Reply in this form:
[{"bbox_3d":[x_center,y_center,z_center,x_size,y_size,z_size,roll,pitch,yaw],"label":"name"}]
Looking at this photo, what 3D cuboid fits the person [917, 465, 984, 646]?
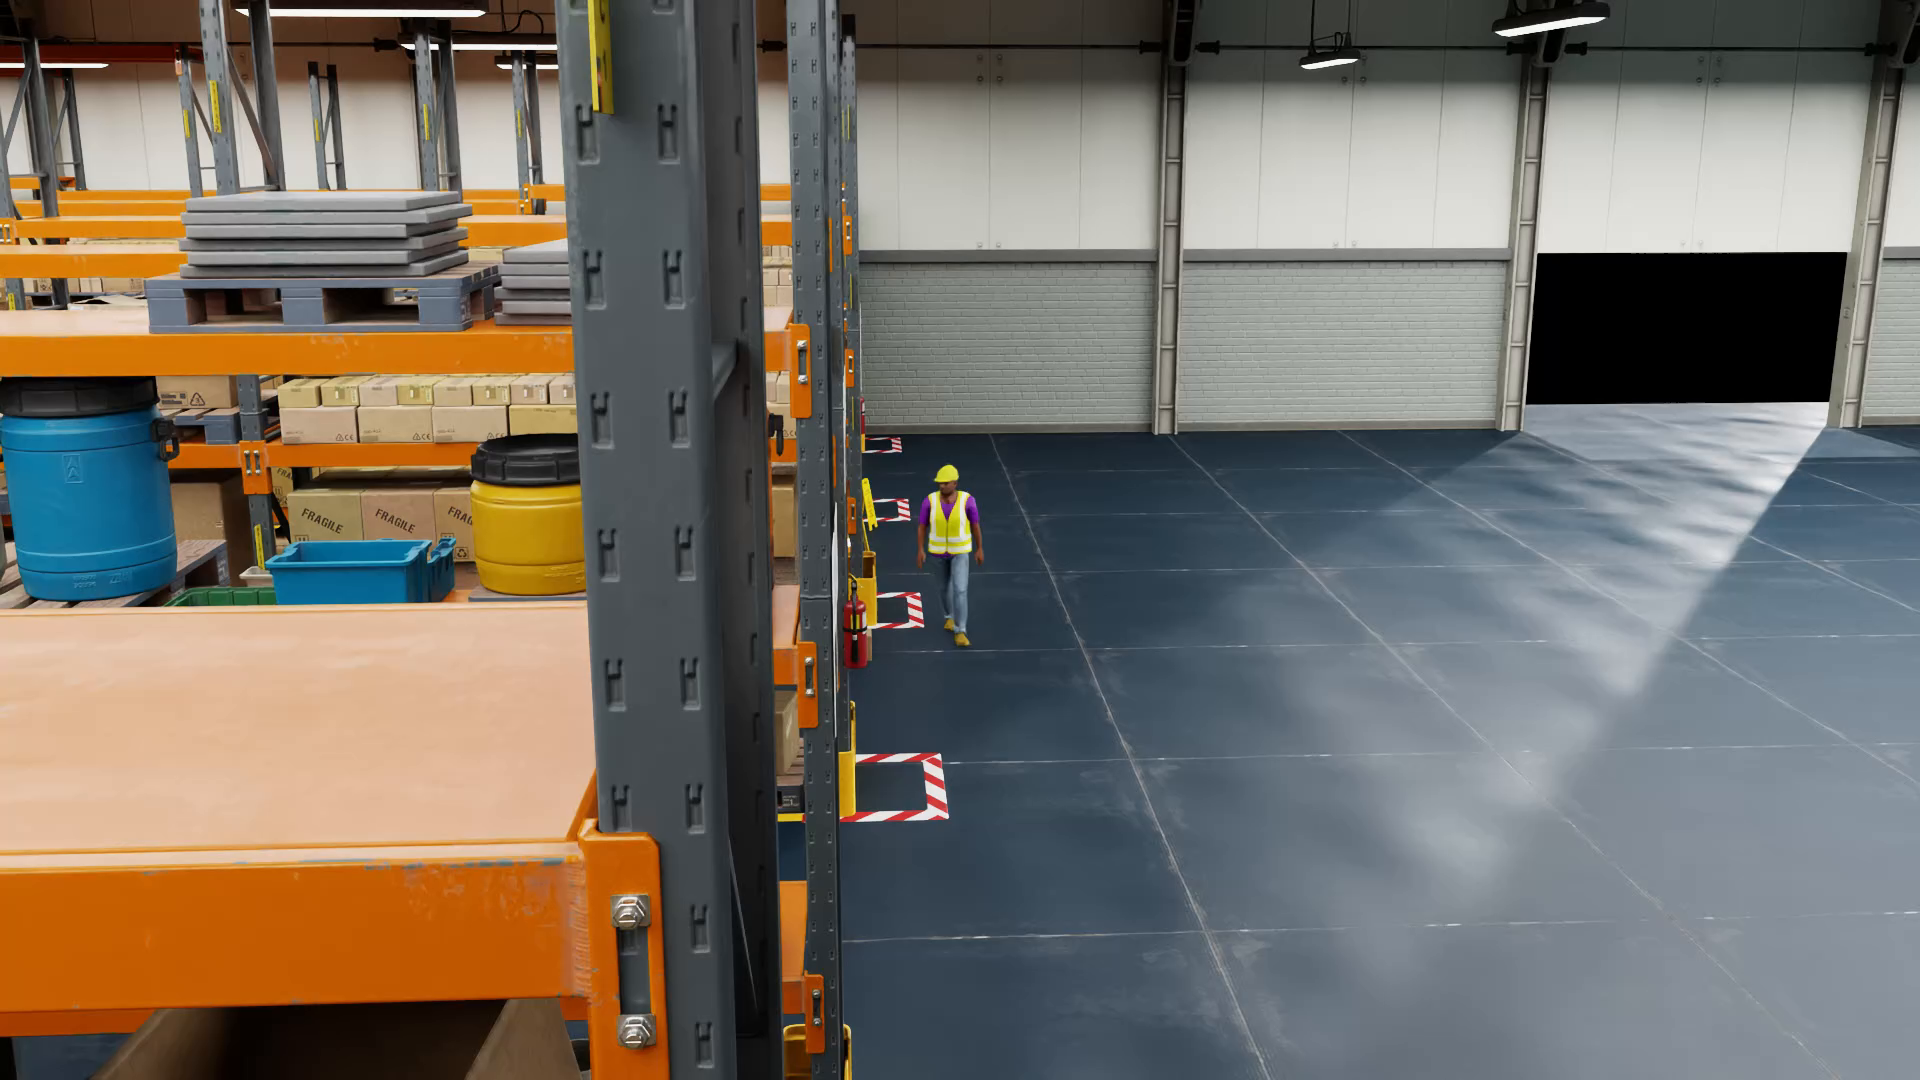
[{"bbox_3d":[-0.119,0.122,16.357,0.627,1.714,0.953,3,14,11],"label":"person"}]
